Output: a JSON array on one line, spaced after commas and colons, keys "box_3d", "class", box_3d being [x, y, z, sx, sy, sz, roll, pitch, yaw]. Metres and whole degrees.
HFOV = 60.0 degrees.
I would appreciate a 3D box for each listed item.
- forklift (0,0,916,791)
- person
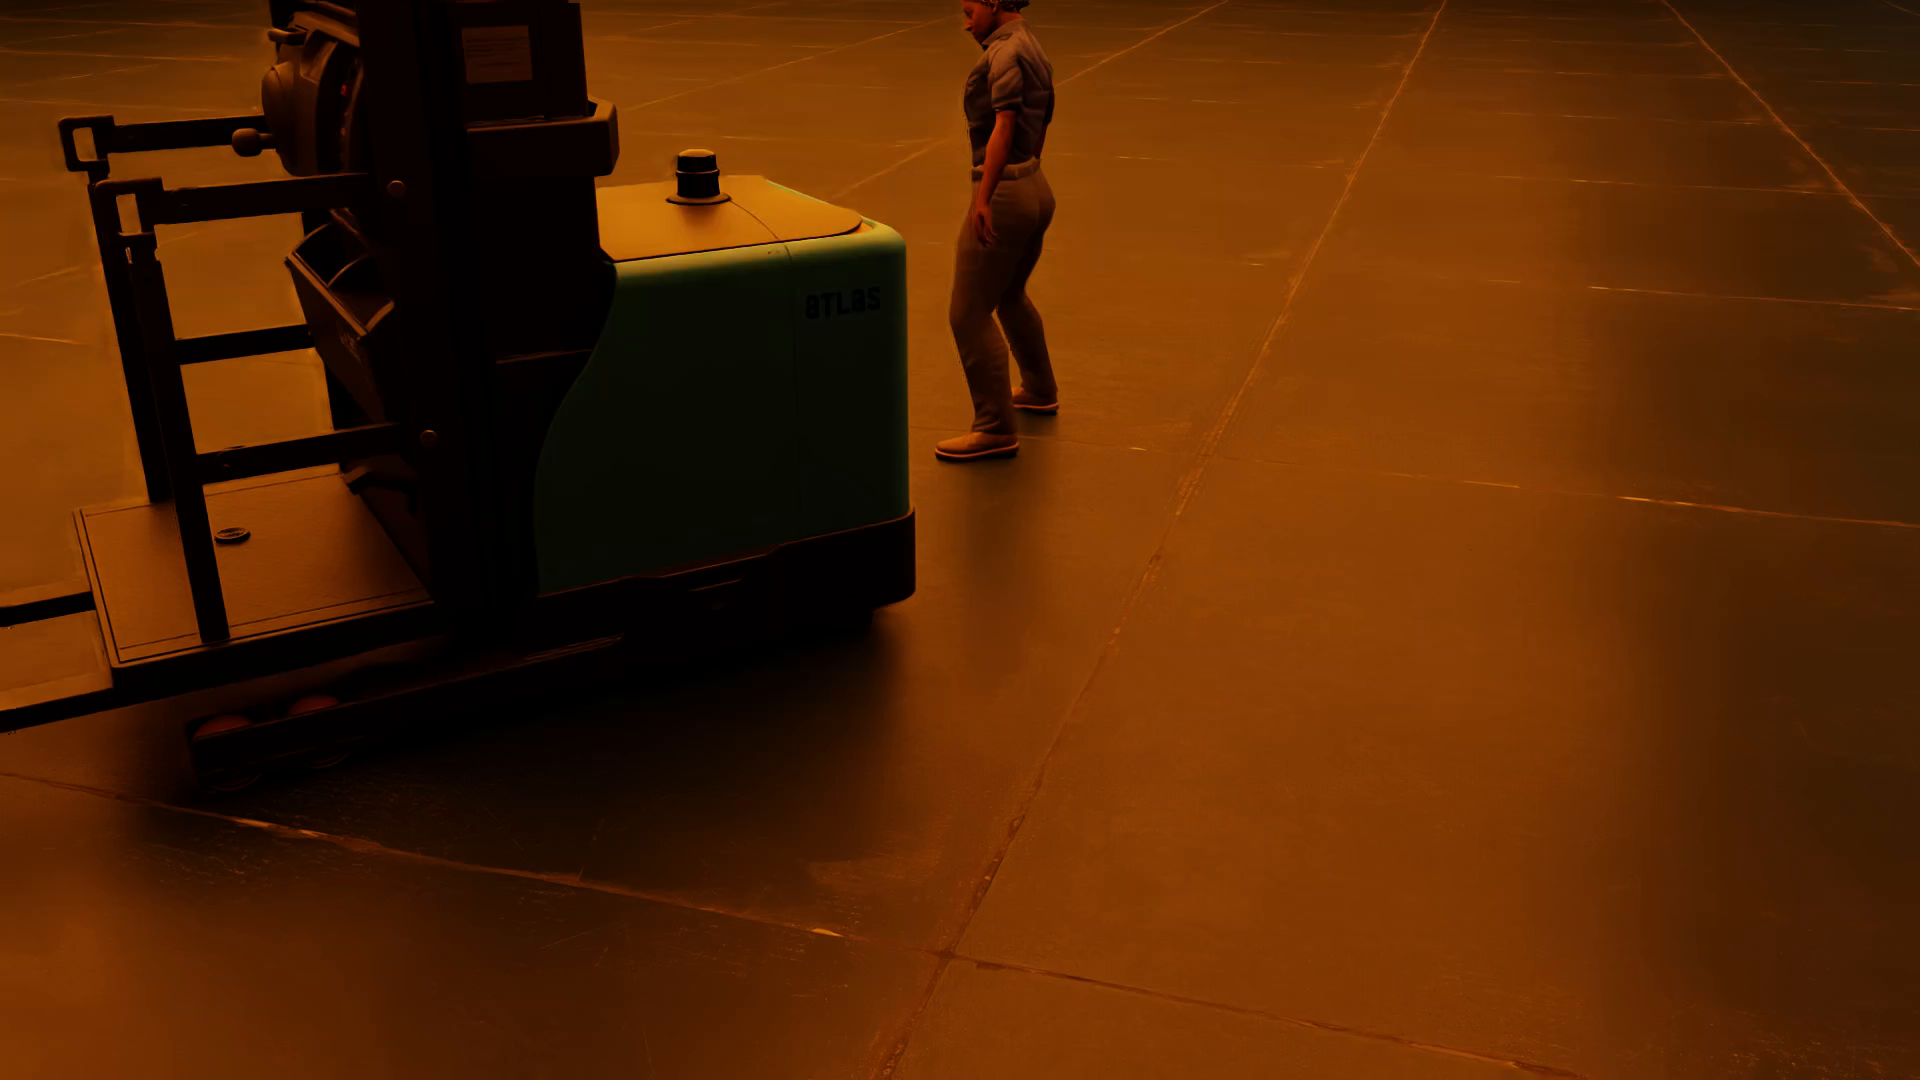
[{"box_3d": [-1.656, -1.020, 3.750, 3.031, 2.935, 1.130, -13, 26, -28], "class": "forklift"}, {"box_3d": [0.143, -1.151, 5.839, 0.345, 1.599, 0.838, 8, 24, 19], "class": "person"}]
